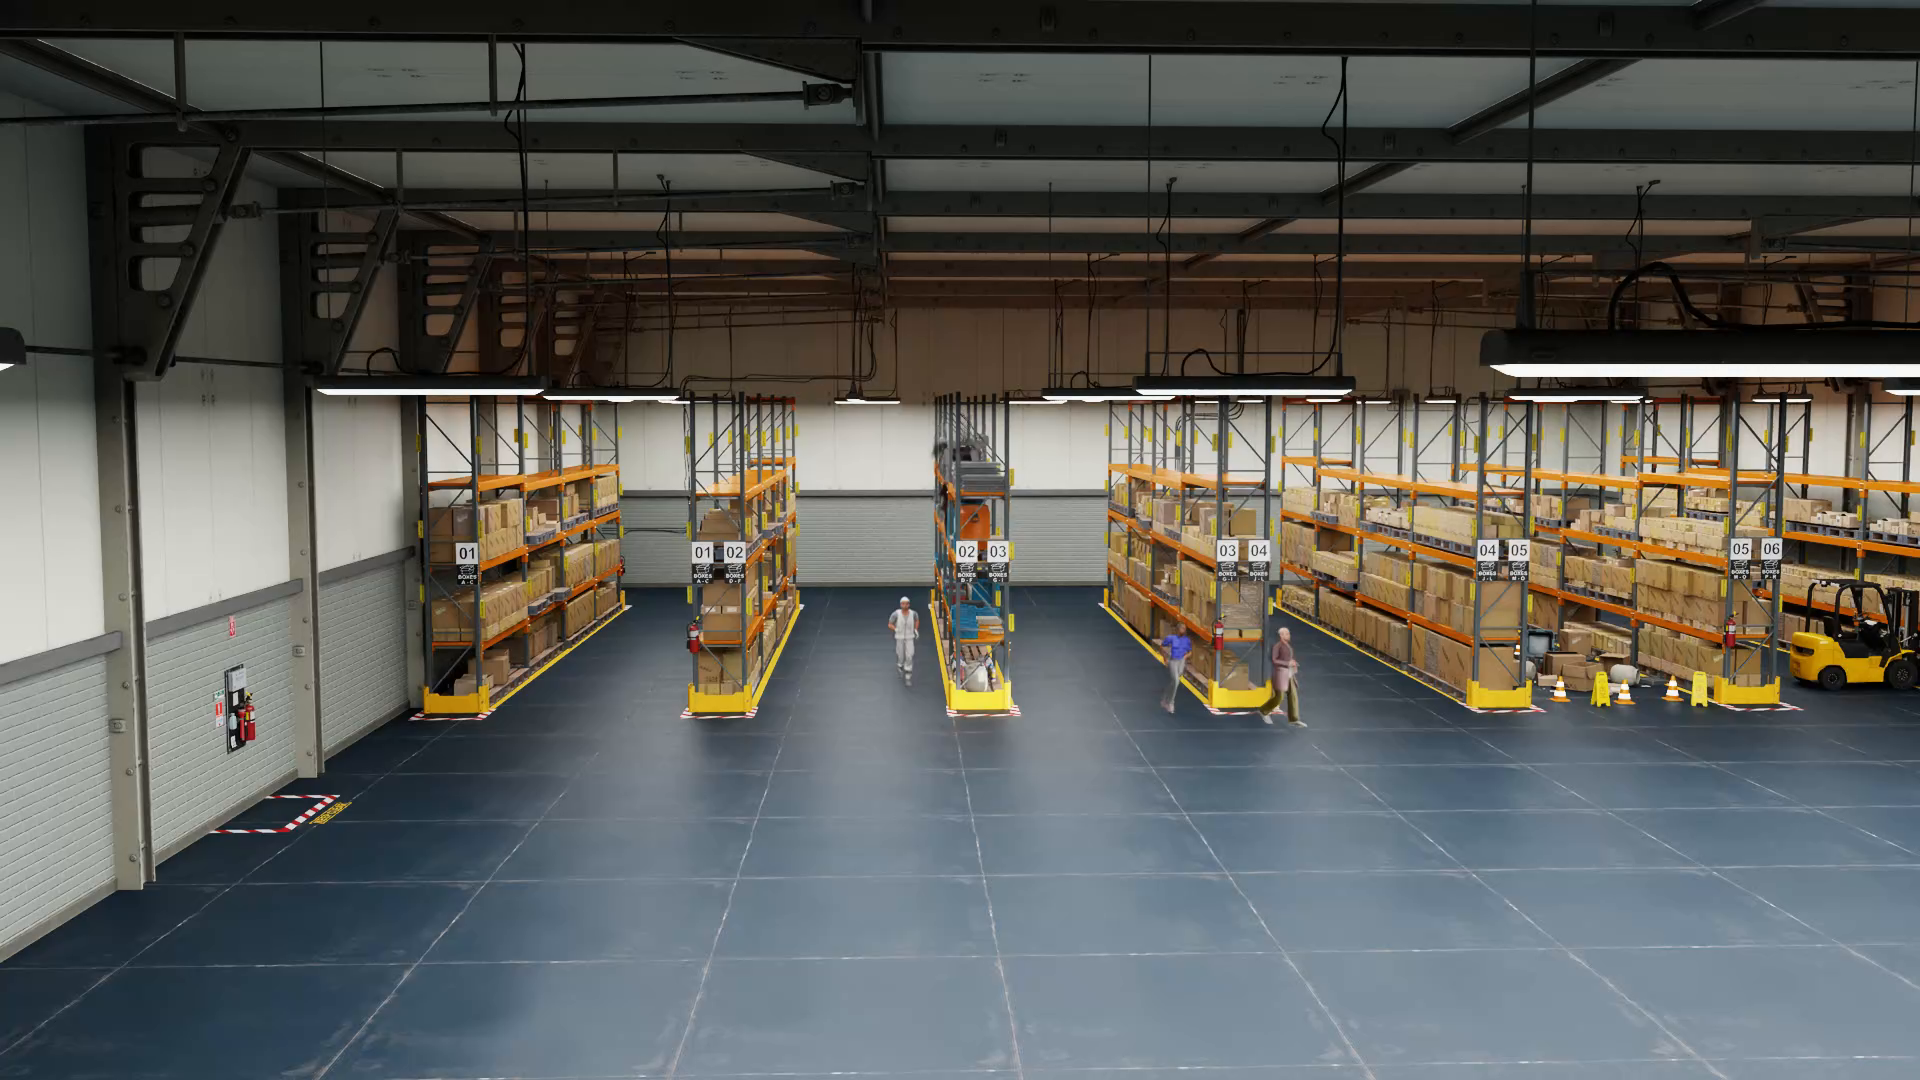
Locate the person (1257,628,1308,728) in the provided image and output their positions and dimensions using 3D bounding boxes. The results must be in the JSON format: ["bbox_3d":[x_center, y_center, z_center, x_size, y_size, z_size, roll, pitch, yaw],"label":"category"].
[{"bbox_3d":[5.764,2.439,29.670,0.954,1.765,0.724,4,6,41],"label":"person"}]

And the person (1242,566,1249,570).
[{"bbox_3d":[8.027,1.130,48.147,0.704,1.473,0.658,1,5,12],"label":"person"}]

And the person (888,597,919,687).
[{"bbox_3d":[-1.159,2.068,34.382,0.646,1.799,0.922,0,5,-5],"label":"person"}]

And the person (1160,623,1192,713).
[{"bbox_3d":[4.089,2.407,31.445,0.571,1.694,0.685,-2,5,-24],"label":"person"}]
